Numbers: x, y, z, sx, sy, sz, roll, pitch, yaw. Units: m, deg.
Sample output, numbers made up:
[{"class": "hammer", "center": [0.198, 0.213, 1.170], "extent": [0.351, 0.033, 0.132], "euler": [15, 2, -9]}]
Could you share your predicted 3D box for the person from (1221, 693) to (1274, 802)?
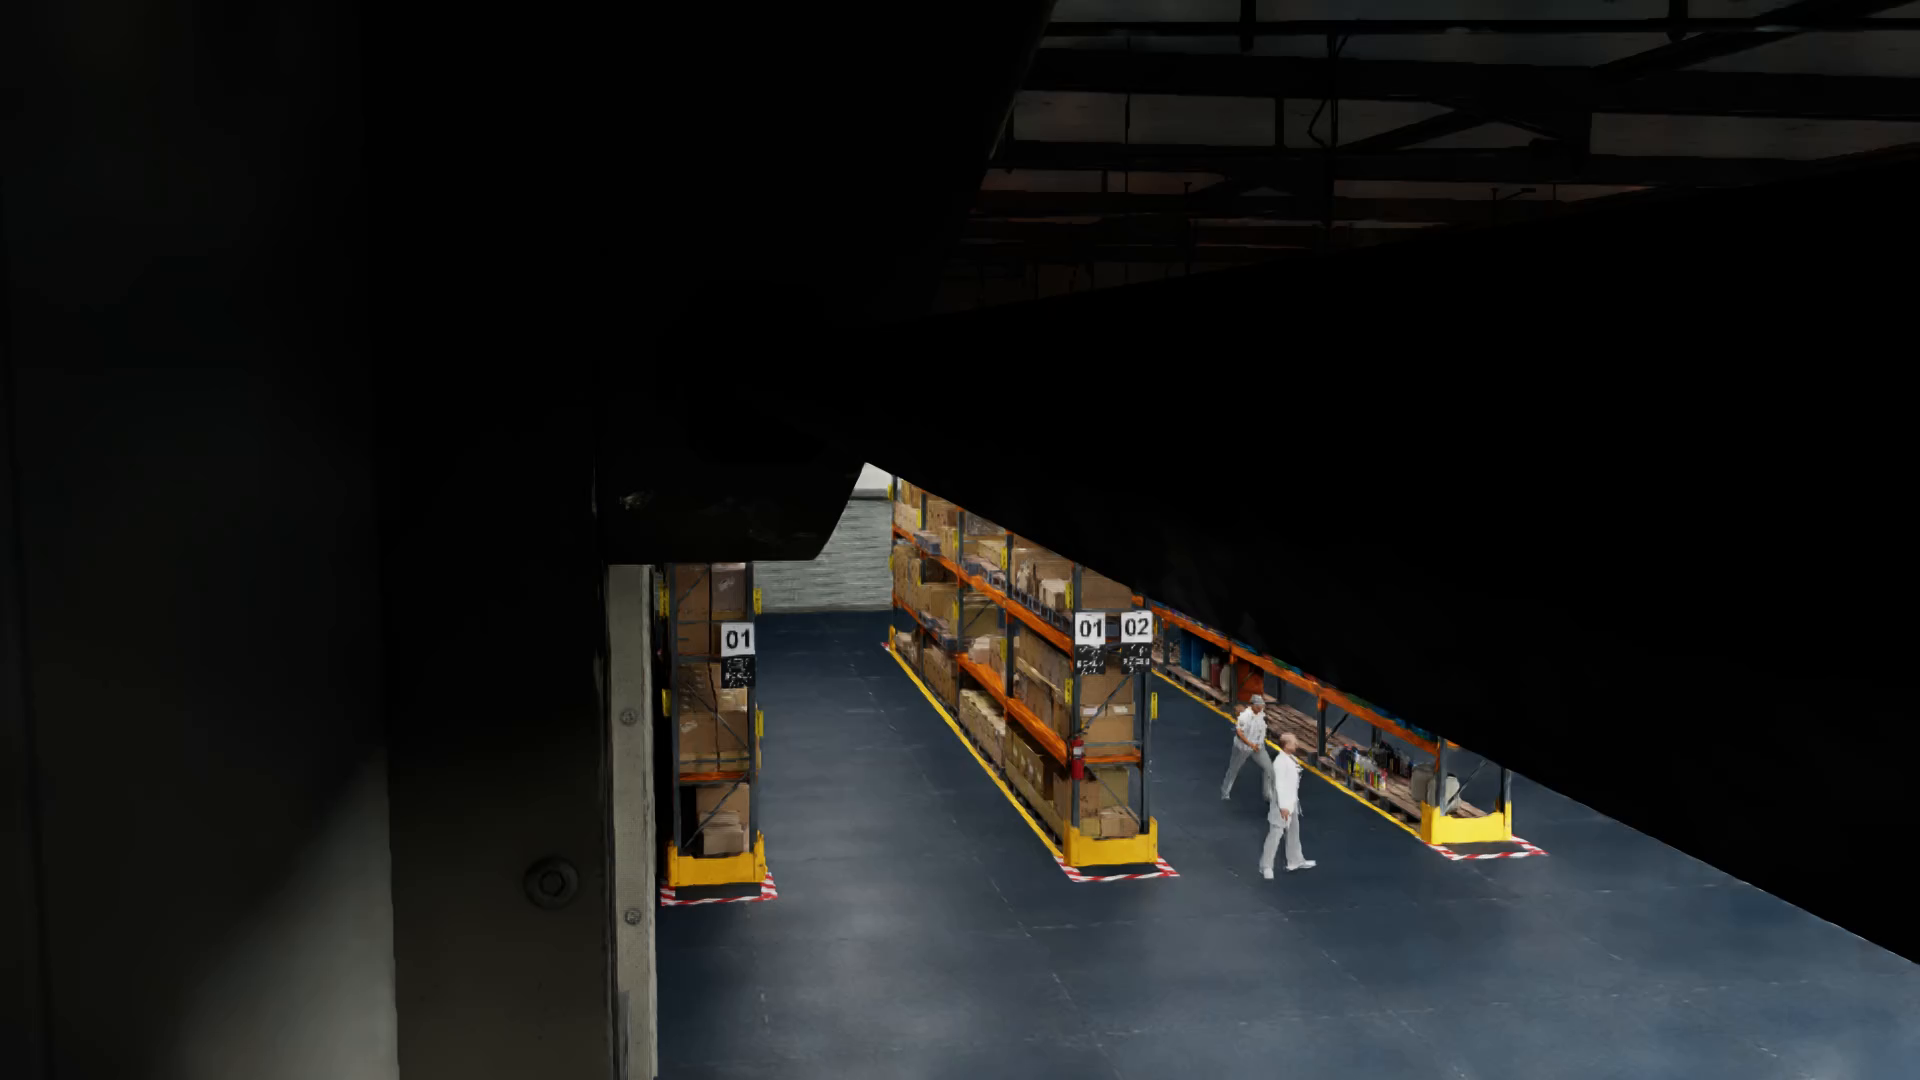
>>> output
[{"class": "person", "center": [4.159, 2.956, 23.839], "extent": [0.655, 1.593, 0.824], "euler": [-3, 7, -27]}]

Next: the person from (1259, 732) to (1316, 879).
[{"class": "person", "center": [4.011, 3.228, 20.432], "extent": [0.578, 1.772, 0.775], "euler": [3, 7, 27]}]
